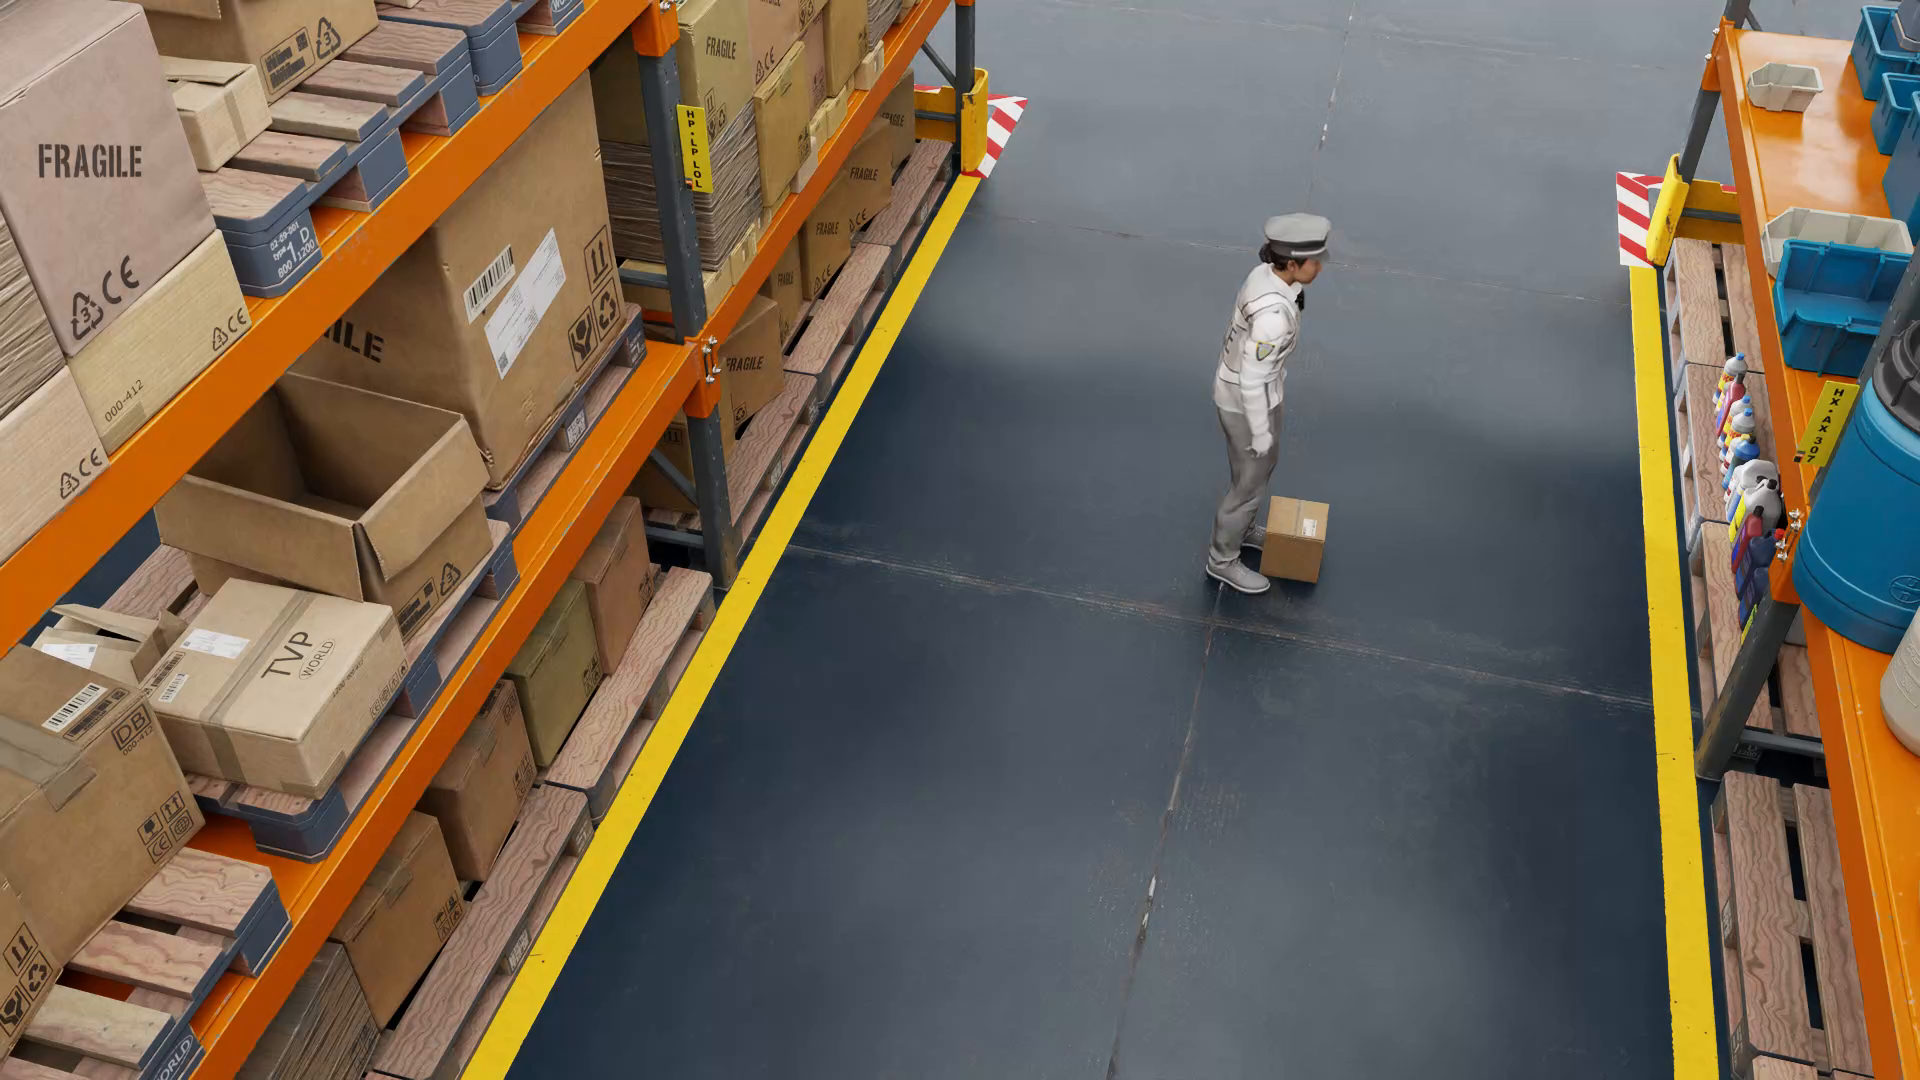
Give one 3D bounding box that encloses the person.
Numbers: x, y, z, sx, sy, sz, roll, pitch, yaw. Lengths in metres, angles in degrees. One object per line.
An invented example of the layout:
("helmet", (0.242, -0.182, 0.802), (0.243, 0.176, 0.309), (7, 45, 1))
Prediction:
("person", (1.237, -0.568, 6.805), (0.405, 1.661, 0.538), (9, 42, 10))
